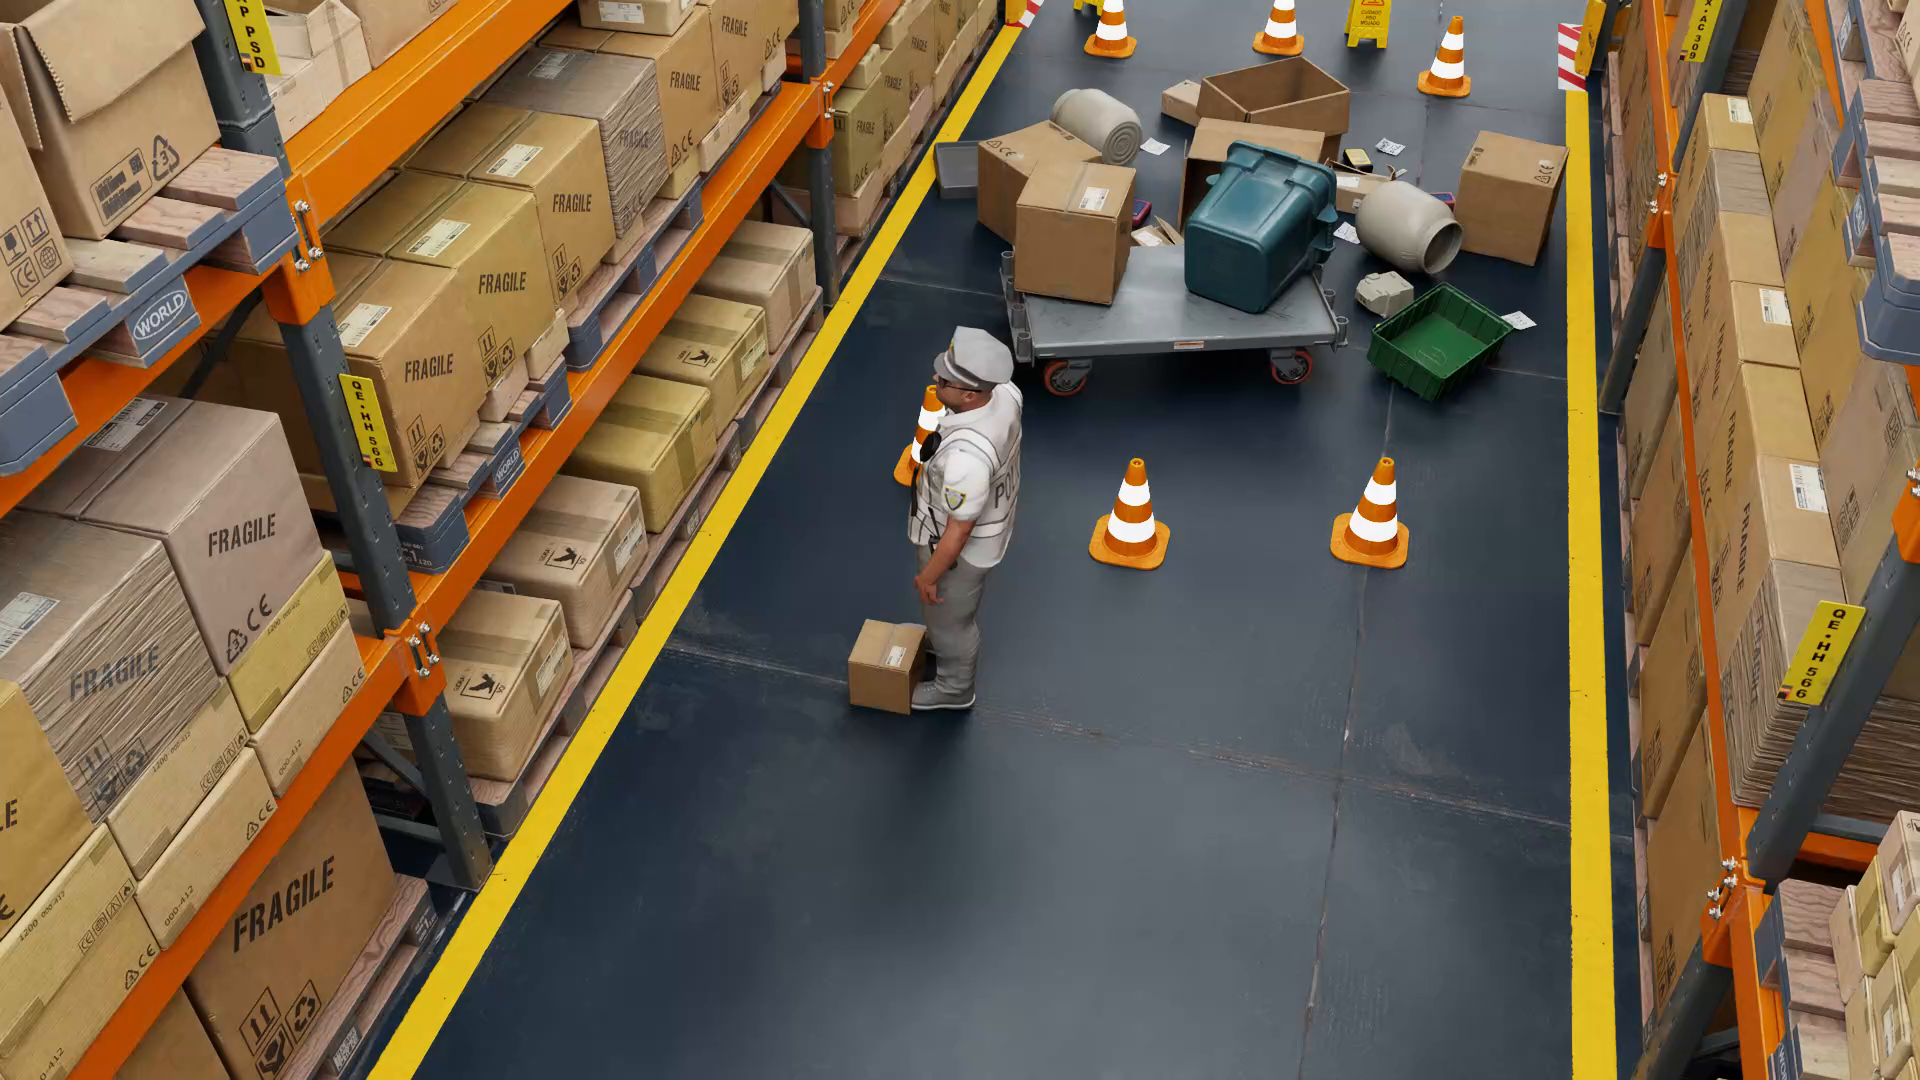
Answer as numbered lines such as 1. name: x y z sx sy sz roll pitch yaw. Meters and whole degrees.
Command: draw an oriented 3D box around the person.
1. person: -0.077 -0.058 6.182 0.573 1.782 0.641 10 42 11
